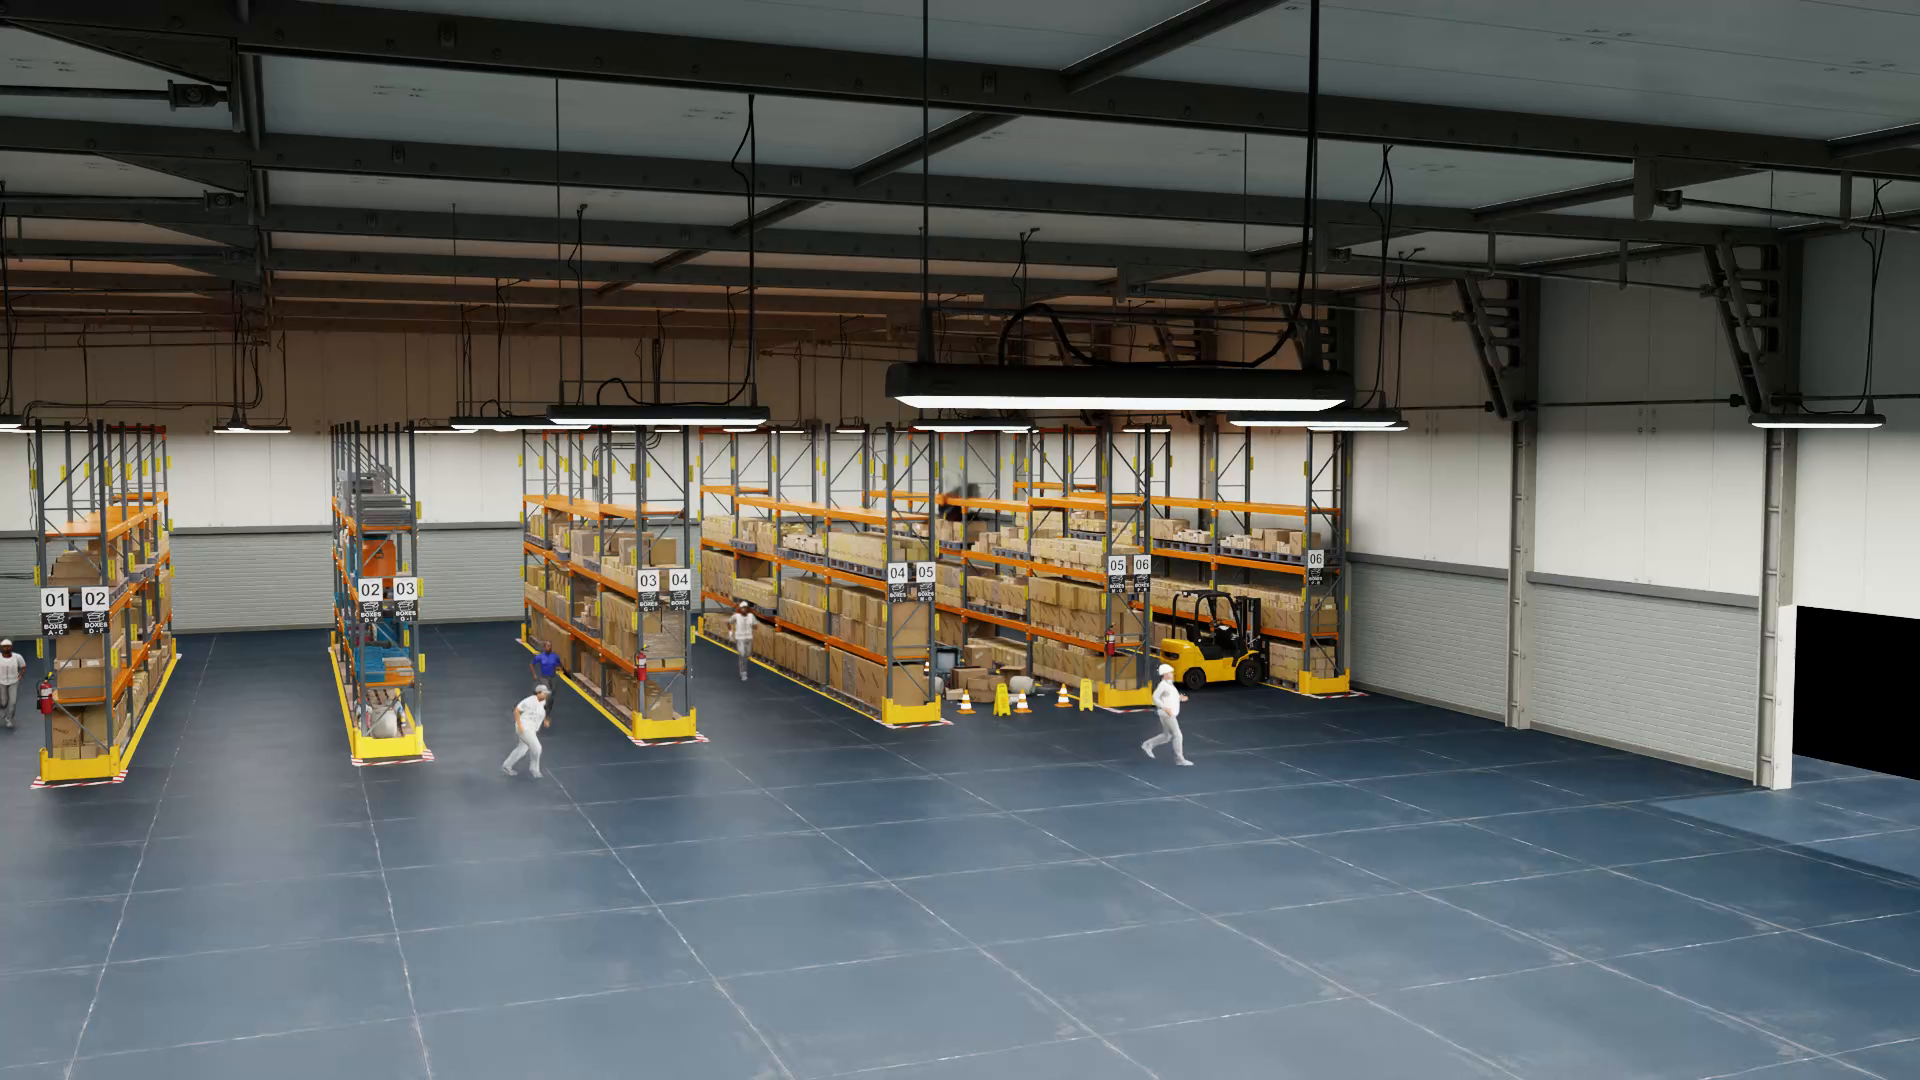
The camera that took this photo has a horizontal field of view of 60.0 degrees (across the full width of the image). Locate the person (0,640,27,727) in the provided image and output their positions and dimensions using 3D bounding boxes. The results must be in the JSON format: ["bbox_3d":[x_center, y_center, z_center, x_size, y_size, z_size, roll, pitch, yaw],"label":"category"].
[{"bbox_3d":[-18.776,2.818,32.784,0.702,1.721,0.589,-2,4,-35],"label":"person"}]

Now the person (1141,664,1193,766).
[{"bbox_3d":[3.596,3.029,28.882,0.930,1.750,0.666,1,4,16],"label":"person"}]

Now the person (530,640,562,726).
[{"bbox_3d":[-8.165,2.844,32.963,0.543,1.701,0.713,-3,4,-37],"label":"person"}]

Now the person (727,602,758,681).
[{"bbox_3d":[-5.100,2.365,39.225,0.667,1.827,0.861,-2,4,-27],"label":"person"}]

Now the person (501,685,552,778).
[{"bbox_3d":[-7.277,3.222,27.963,0.901,1.615,0.610,1,4,15],"label":"person"}]
